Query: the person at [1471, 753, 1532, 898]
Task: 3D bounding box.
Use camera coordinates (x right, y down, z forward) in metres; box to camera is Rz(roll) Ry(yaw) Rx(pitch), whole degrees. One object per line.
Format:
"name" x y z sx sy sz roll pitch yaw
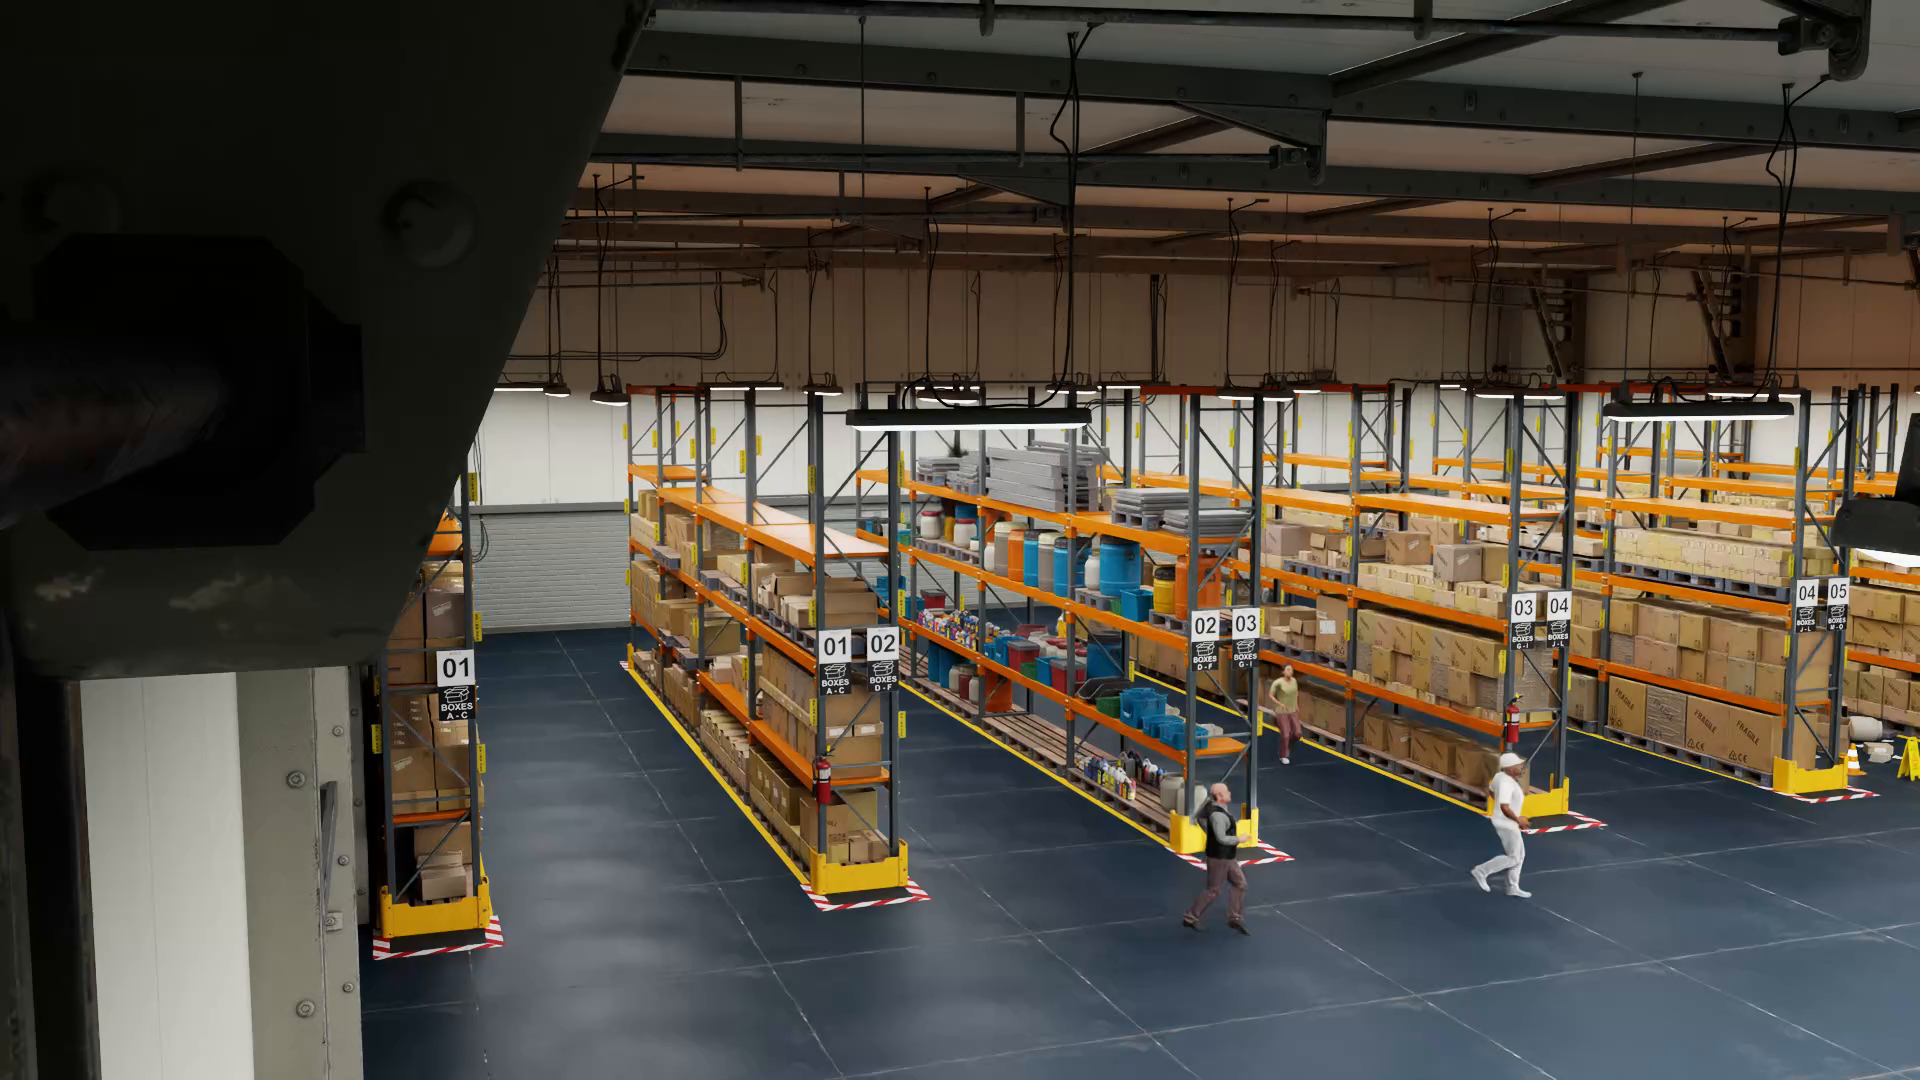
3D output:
"person" 6.516 3.413 19.956 0.720 1.754 0.726 1 6 11

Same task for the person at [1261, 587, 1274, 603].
"person" 7.729 1.179 41.142 0.897 1.819 0.671 -3 7 -30

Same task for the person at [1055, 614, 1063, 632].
"person" 2.656 1.354 39.670 0.752 1.775 0.663 -1 6 -11

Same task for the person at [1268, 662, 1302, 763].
"person" 5.224 2.769 26.676 0.587 1.635 0.528 -2 6 -20

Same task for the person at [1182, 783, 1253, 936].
"person" 2.875 3.575 18.548 0.768 1.773 0.662 1 6 10
